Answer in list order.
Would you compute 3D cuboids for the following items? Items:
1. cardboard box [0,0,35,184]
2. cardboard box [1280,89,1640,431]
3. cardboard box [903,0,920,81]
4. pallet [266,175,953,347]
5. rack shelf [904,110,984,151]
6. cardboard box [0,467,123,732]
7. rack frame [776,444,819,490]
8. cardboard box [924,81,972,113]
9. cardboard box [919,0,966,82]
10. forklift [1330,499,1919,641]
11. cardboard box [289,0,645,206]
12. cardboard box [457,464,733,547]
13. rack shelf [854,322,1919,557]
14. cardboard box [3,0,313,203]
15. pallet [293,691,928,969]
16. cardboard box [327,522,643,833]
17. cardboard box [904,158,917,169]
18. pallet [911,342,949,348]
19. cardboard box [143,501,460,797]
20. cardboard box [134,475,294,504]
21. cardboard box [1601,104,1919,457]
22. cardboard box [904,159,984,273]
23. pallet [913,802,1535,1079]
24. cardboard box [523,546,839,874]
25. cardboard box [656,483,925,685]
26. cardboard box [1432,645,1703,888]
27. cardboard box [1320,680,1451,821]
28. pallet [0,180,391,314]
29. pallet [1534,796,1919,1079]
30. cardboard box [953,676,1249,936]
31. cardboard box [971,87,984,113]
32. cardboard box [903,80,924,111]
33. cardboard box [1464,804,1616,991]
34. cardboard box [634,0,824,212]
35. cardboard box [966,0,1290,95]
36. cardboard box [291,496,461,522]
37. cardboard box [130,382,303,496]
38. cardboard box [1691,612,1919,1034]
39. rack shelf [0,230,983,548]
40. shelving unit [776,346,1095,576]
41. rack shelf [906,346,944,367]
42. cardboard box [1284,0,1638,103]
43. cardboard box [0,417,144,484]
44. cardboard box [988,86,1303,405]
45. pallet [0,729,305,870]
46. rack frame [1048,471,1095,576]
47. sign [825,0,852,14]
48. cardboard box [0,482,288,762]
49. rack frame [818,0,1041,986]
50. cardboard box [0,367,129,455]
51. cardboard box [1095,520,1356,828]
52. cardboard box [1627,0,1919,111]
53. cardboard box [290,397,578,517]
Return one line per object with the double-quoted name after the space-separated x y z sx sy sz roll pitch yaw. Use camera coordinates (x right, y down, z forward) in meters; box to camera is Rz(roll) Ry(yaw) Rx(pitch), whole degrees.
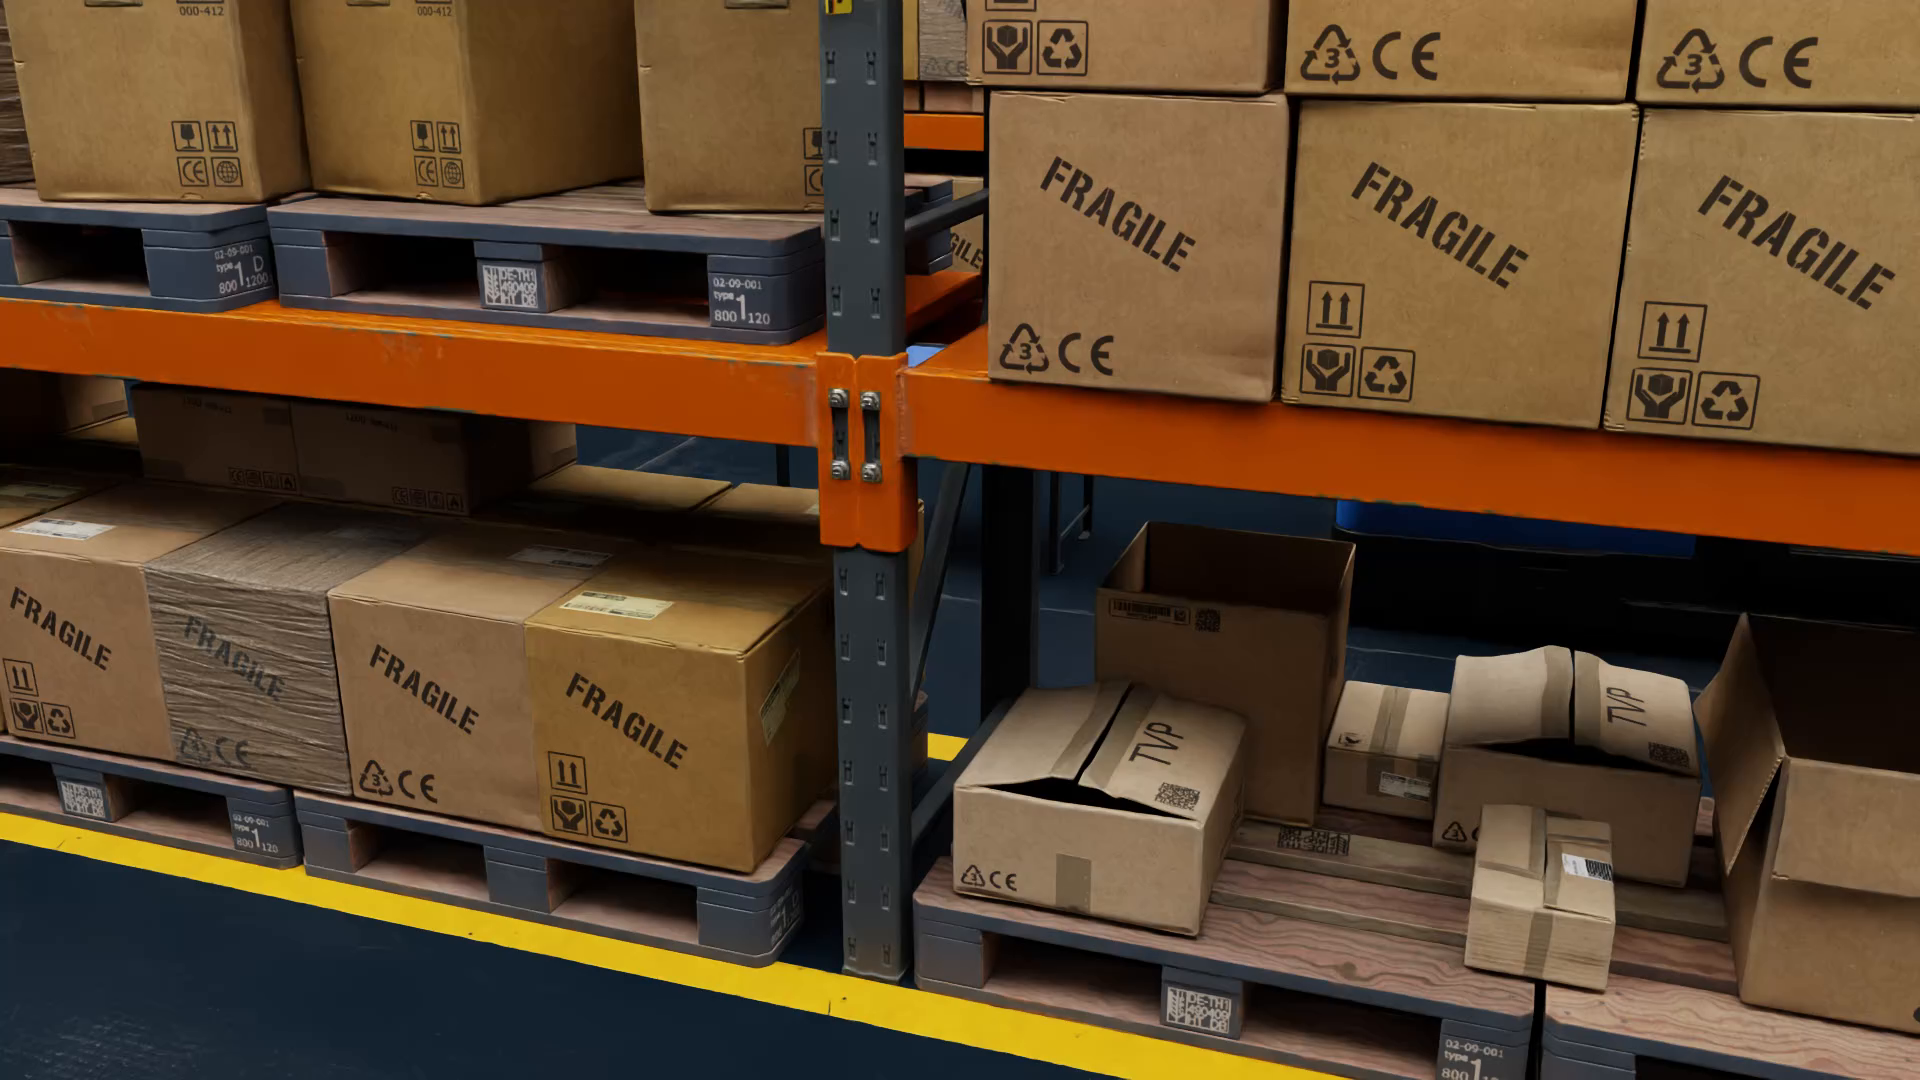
-2.368 -1.144 4.011 0.500 0.500 0.700 11 22 28 "cardboard box"
0.854 -0.511 2.832 0.500 0.500 0.500 7 20 19 "cardboard box"
-0.350 -2.528 8.137 0.500 0.500 0.500 7 20 20 "cardboard box"
-0.742 -0.687 3.782 1.213 0.211 1.003 7 20 18 "pallet"
-0.290 -2.074 8.563 4.000 0.370 1.077 7 20 18 "rack shelf"
-2.497 0.132 4.270 0.500 0.500 0.500 6 20 17 "cardboard box"
-0.561 -0.772 6.013 0.032 1.500 0.500 7 20 18 "rack frame"
0.001 -2.188 8.148 0.250 0.149 0.380 6 20 17 "cardboard box"
0.124 -2.476 7.987 0.500 0.500 0.500 7 20 18 "cardboard box"
2.756 -1.166 4.967 3.031 2.935 1.130 5 20 13 "forklift"
-1.067 -1.078 3.822 0.500 0.500 0.700 10 22 27 "cardboard box"
-0.907 0.133 4.267 0.500 0.500 0.500 7 20 19 "cardboard box"
1.866 -0.102 2.904 4.000 0.370 1.077 7 20 18 "rack shelf"
-1.712 -1.075 3.812 0.500 0.500 0.700 1 19 4 "cardboard box"
-0.804 0.583 4.082 1.213 0.211 1.003 7 20 18 "pallet"
-1.047 0.295 3.802 0.500 0.500 0.500 7 20 18 "cardboard box"
-0.702 -1.596 8.727 0.750 0.750 0.750 6 20 18 "cardboard box"
-0.311 -1.072 8.832 1.213 0.211 1.003 7 20 18 "pallet"
-1.521 0.241 3.958 0.500 0.500 0.500 7 20 19 "cardboard box"
-1.854 0.022 4.585 0.500 0.500 0.500 6 20 16 "cardboard box"
1.326 -0.456 2.675 0.500 0.500 0.500 6 20 18 "cardboard box"
0.102 -1.506 8.468 0.750 0.750 0.750 7 20 20 "cardboard box"
0.626 0.734 3.650 1.213 0.211 1.003 7 20 18 "pallet"
-0.583 0.351 3.641 0.500 0.500 0.500 6 20 18 "cardboard box"
-0.400 0.187 4.111 0.500 0.500 0.500 6 20 16 "cardboard box"
1.317 0.459 3.619 0.500 0.311 0.500 7 20 18 "cardboard box"
0.982 0.476 3.816 0.250 0.149 0.380 7 20 18 "cardboard box"
-1.963 -0.790 4.078 1.213 0.211 1.003 7 20 18 "pallet"
1.782 0.865 3.274 1.213 0.211 1.003 7 20 18 "pallet"
0.303 0.517 3.452 0.500 0.311 0.500 7 20 18 "cardboard box"
0.233 -2.157 8.057 0.250 0.149 0.380 7 20 18 "cardboard box"
-0.246 -2.220 8.240 0.250 0.149 0.380 7 20 20 "cardboard box"
1.123 0.676 3.217 0.250 0.166 0.380 7 20 18 "cardboard box"
-0.397 -1.024 3.666 0.500 0.500 0.700 0 19 0 "cardboard box"
0.330 -1.038 2.827 0.500 0.500 0.500 7 20 19 "cardboard box"
-1.377 0.077 4.428 0.500 0.500 0.500 7 20 19 "cardboard box"
-1.819 -0.329 4.453 0.500 0.250 0.500 6 20 17 "cardboard box"
1.753 0.515 3.166 0.637 0.503 0.797 7 20 18 "cardboard box"
-1.912 -0.534 4.143 4.000 0.370 1.077 7 20 18 "rack shelf"
-0.081 -0.717 5.856 1.048 1.500 0.538 7 20 18 "shelving unit"
-0.081 -0.548 5.915 1.000 0.185 0.538 7 20 18 "rack shelf"
0.817 -0.983 2.667 0.500 0.500 0.500 6 20 16 "cardboard box"
-2.352 -0.033 4.742 0.500 0.500 0.500 6 20 16 "cardboard box"
0.369 -0.565 2.988 0.500 0.500 0.500 7 20 19 "cardboard box"
-1.960 0.452 4.459 1.213 0.211 1.003 7 20 18 "pallet"
0.400 -0.663 5.698 0.032 1.500 0.500 7 20 18 "rack frame"
-0.202 -1.031 2.718 0.005 0.325 0.100 7 20 18 "sign"
-2.002 0.186 4.113 0.500 0.500 0.500 6 20 16 "cardboard box"
-0.023 -0.657 3.405 0.127 3.000 1.000 7 20 18 "rack frame"
-2.786 -0.438 4.766 0.500 0.250 0.500 7 21 20 "cardboard box"
0.608 0.289 3.820 0.500 0.500 0.500 7 20 18 "cardboard box"
1.303 -0.927 2.508 0.500 0.500 0.500 6 20 16 "cardboard box"
-1.345 -0.275 4.298 0.500 0.250 0.500 7 20 18 "cardboard box"
